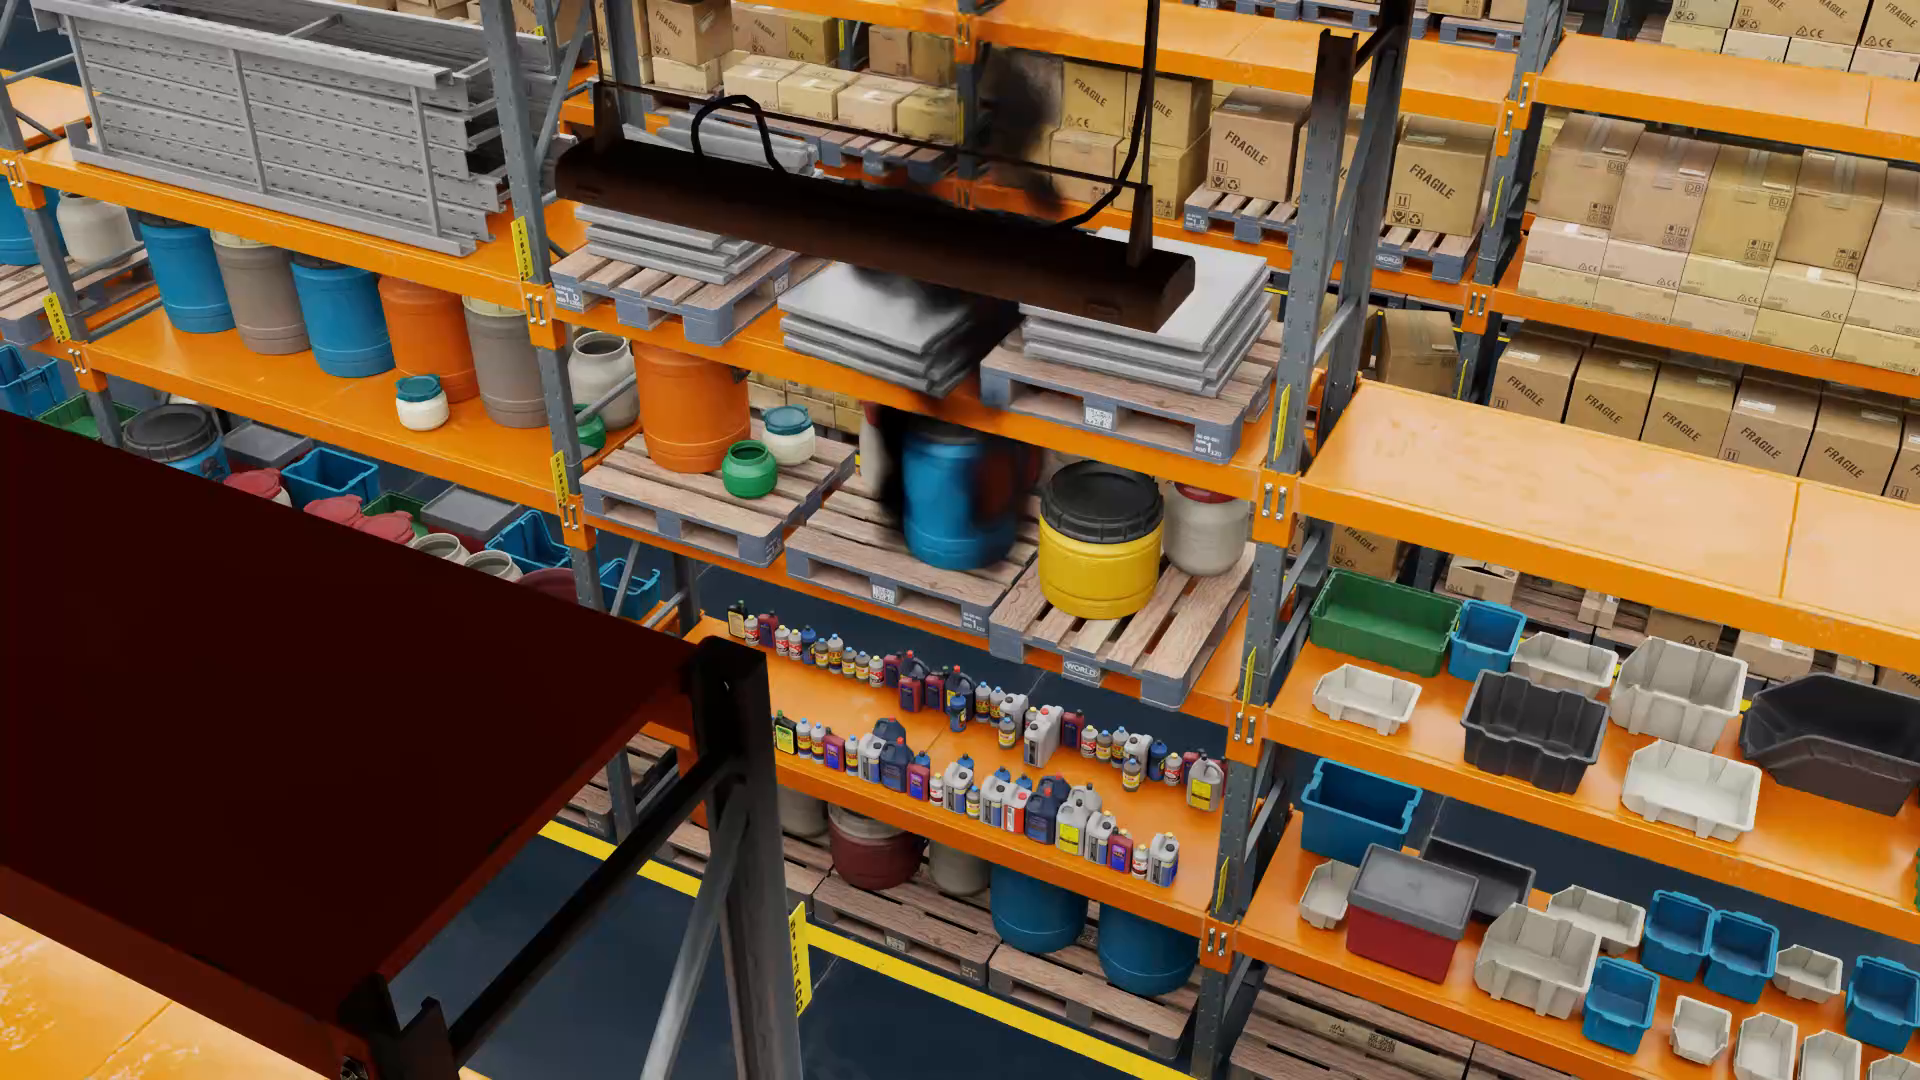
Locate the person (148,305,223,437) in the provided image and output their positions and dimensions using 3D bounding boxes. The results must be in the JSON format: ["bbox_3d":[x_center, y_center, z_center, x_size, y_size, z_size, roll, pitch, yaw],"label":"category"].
[{"bbox_3d":[-6.521,-1.203,14.044,0.940,1.750,0.677,27,43,33],"label":"person"}]
